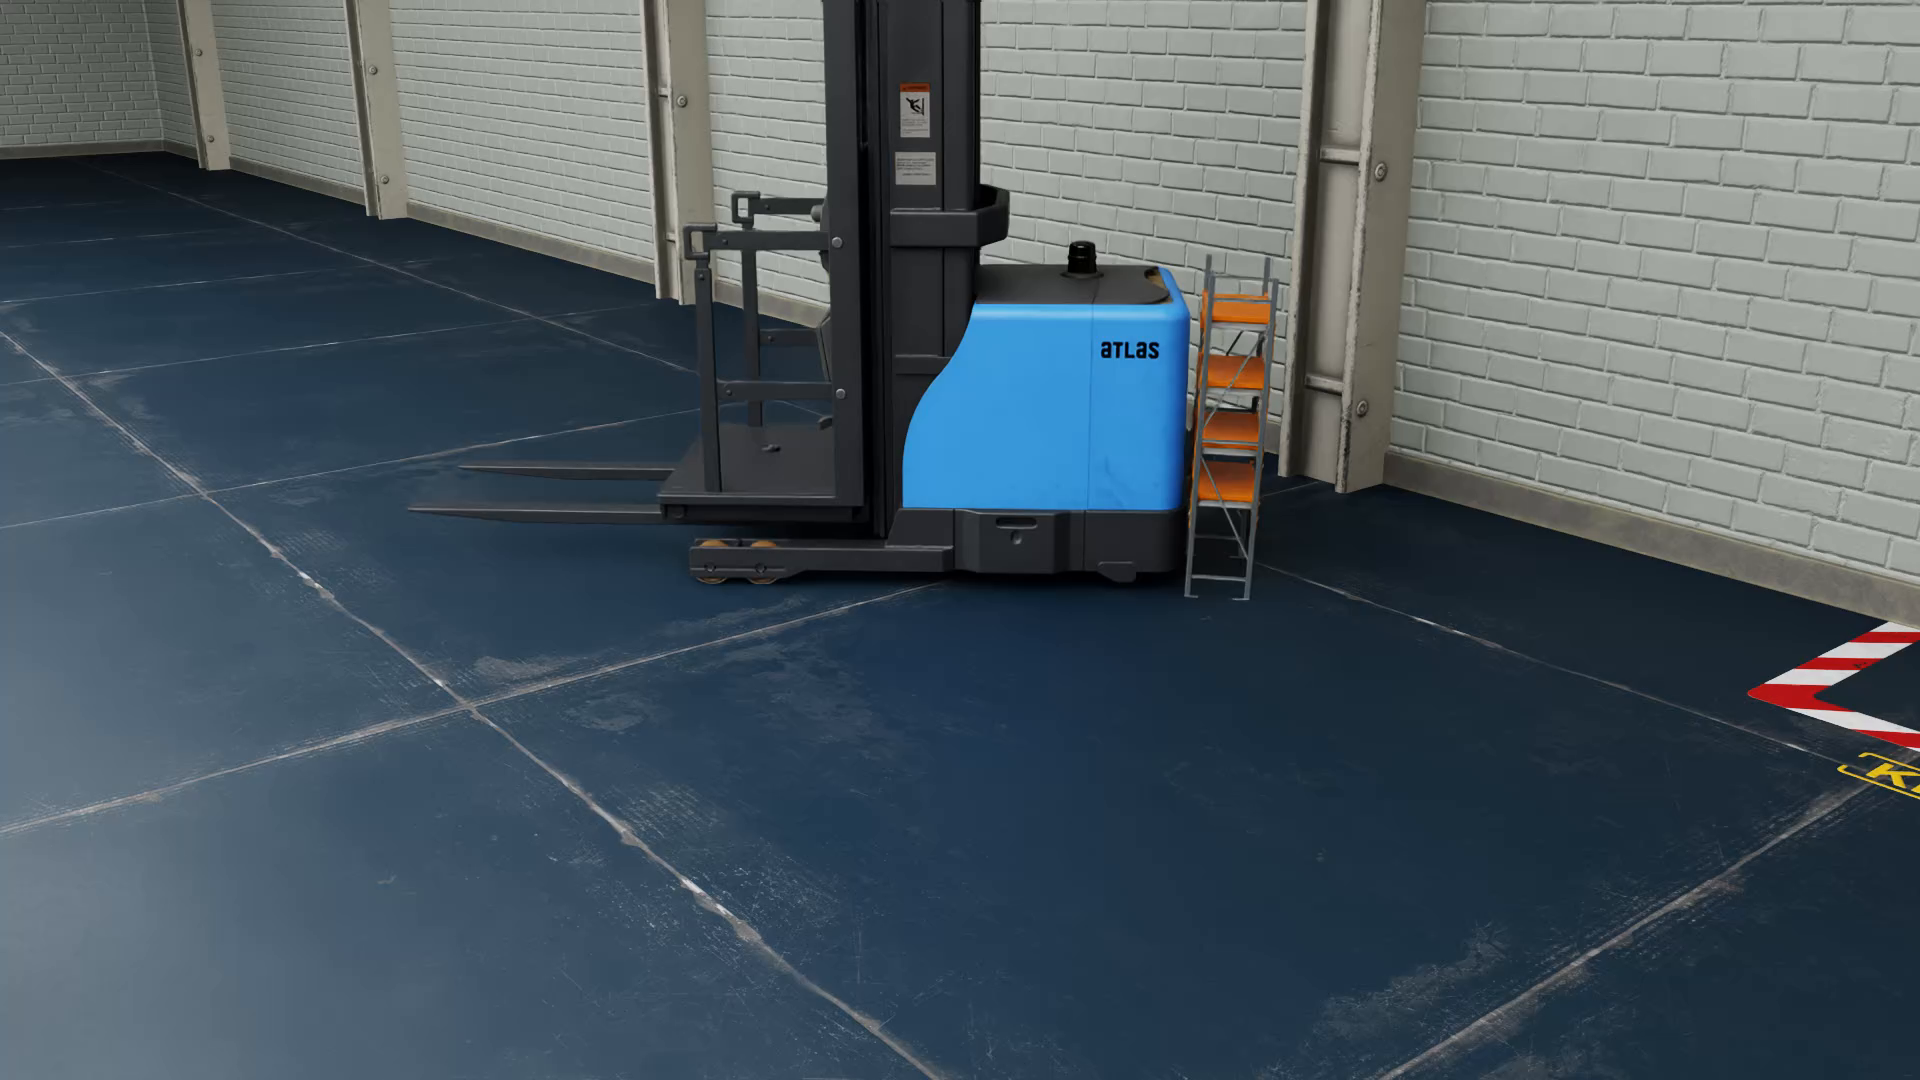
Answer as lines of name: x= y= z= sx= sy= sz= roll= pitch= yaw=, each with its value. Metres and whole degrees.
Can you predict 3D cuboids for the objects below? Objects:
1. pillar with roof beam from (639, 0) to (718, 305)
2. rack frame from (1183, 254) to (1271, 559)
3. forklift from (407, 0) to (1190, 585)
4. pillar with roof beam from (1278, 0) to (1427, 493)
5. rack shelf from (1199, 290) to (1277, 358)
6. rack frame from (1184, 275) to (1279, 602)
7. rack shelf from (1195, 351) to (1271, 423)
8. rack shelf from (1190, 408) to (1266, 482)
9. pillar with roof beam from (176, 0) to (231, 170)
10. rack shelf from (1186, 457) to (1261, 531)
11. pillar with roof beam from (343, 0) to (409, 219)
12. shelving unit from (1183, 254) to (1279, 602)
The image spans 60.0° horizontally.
pillar with roof beam: x=-5.373 y=-5.198 z=8.244 sx=9.100 sy=9.000 sz=0.400 roll=-14 pitch=23 yaw=-36
rack frame: x=1.030 y=-0.502 z=6.456 sx=0.240 sy=1.200 sz=0.015 roll=4 pitch=19 yaw=6
forklift: x=-0.644 y=-1.384 z=6.379 sx=3.031 sy=2.935 sz=1.130 roll=1 pitch=18 yaw=2
pillar with roof beam: x=-1.647 y=-3.719 z=3.779 sx=9.100 sy=9.000 sz=0.400 roll=-14 pitch=23 yaw=-36
rack shelf: x=1.015 y=-0.798 z=6.101 sx=0.258 sy=0.148 sz=0.480 roll=4 pitch=19 yaw=6
rack frame: x=0.974 y=-0.350 z=5.996 sx=0.240 sy=1.200 sz=0.015 roll=4 pitch=19 yaw=6
rack shelf: x=1.007 y=-0.574 z=6.176 sx=0.258 sy=0.148 sz=0.480 roll=4 pitch=19 yaw=6
rack shelf: x=1.000 y=-0.362 z=6.248 sx=0.258 sy=0.148 sz=0.480 roll=4 pitch=19 yaw=6
pillar with roof beam: x=-12.823 y=-8.155 z=17.173 sx=9.100 sy=9.000 sz=0.400 roll=-14 pitch=23 yaw=-36
rack shelf: x=0.994 y=-0.174 z=6.311 sx=0.258 sy=0.148 sz=0.480 roll=4 pitch=19 yaw=6
pillar with roof beam: x=-9.098 y=-6.676 z=12.709 sx=9.100 sy=9.000 sz=0.400 roll=-14 pitch=23 yaw=-36
shelving unit: x=1.002 y=-0.426 z=6.226 sx=0.258 sy=1.200 sz=0.503 roll=4 pitch=19 yaw=6
